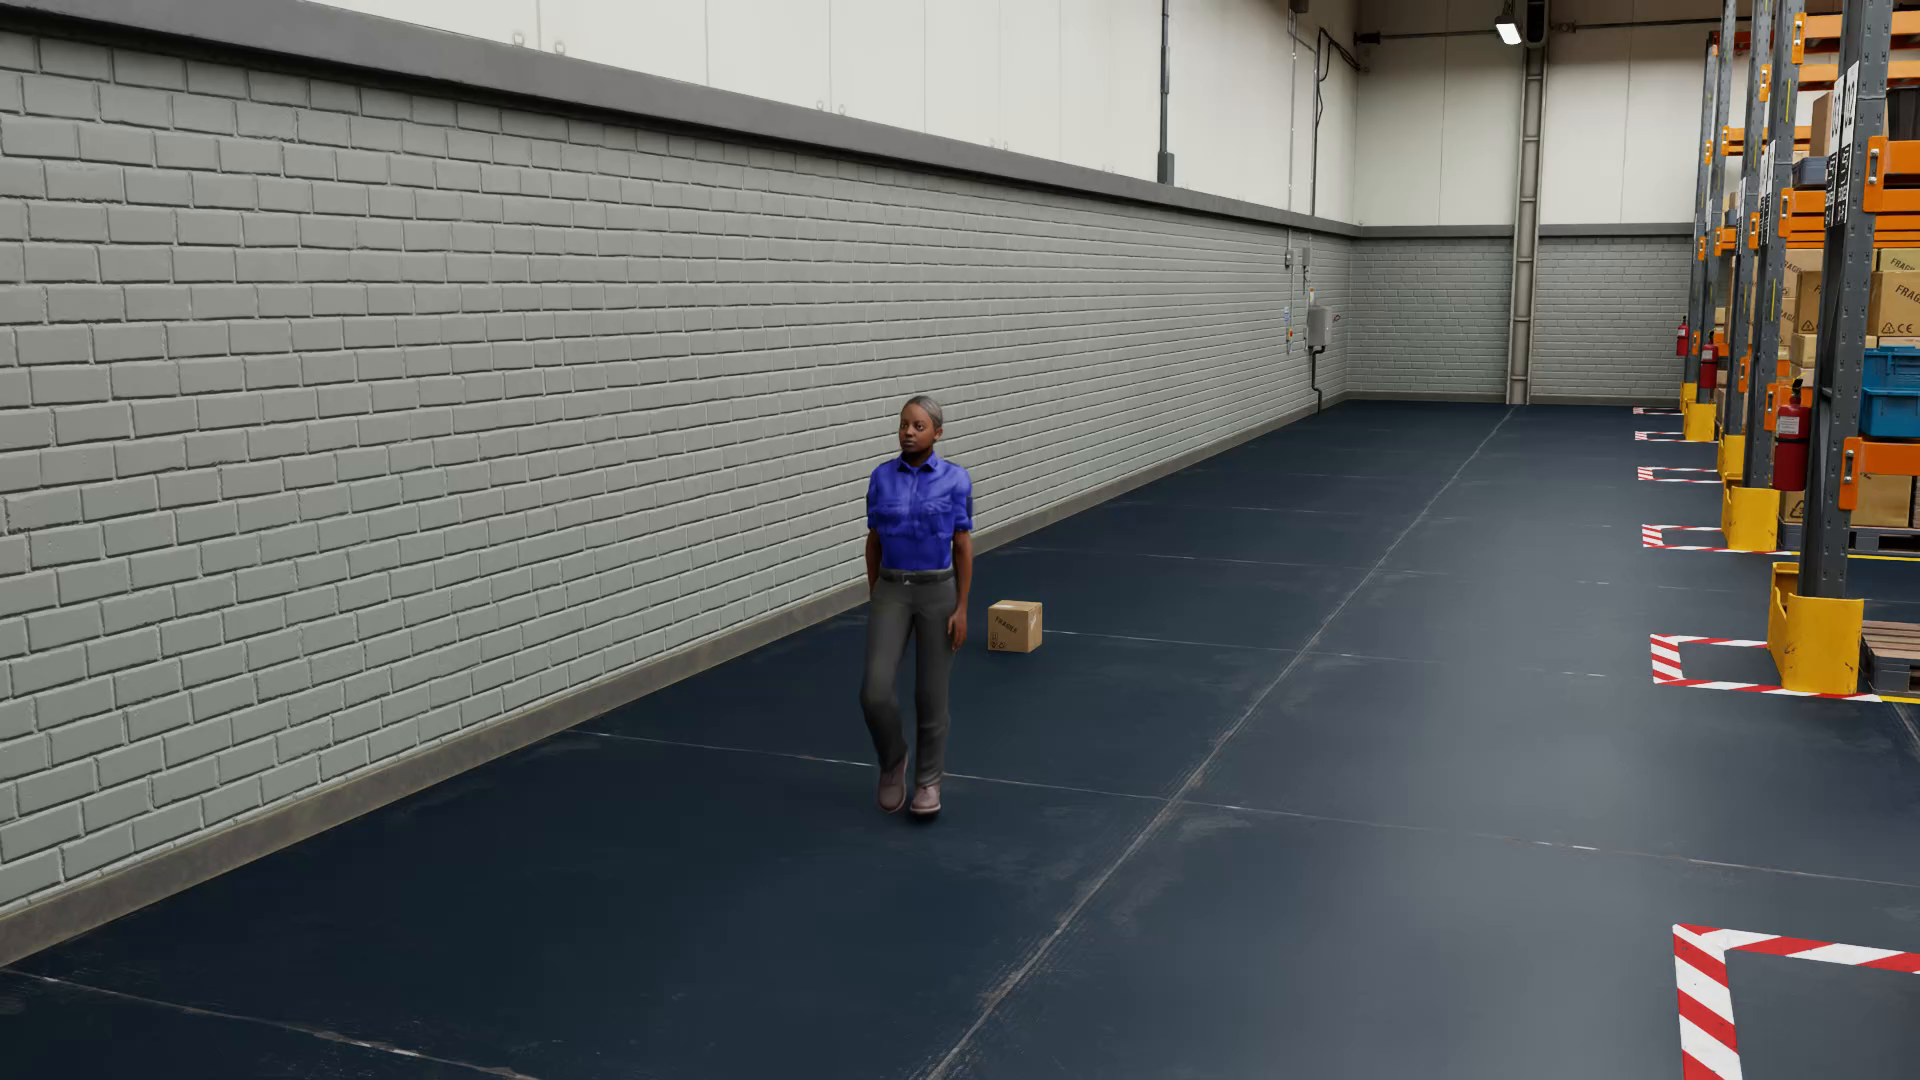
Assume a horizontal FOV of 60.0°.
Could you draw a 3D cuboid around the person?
[{"bbox_3d":[-0.172,0.277,6.523,0.441,1.672,0.408,1,9,7],"label":"person"}]
